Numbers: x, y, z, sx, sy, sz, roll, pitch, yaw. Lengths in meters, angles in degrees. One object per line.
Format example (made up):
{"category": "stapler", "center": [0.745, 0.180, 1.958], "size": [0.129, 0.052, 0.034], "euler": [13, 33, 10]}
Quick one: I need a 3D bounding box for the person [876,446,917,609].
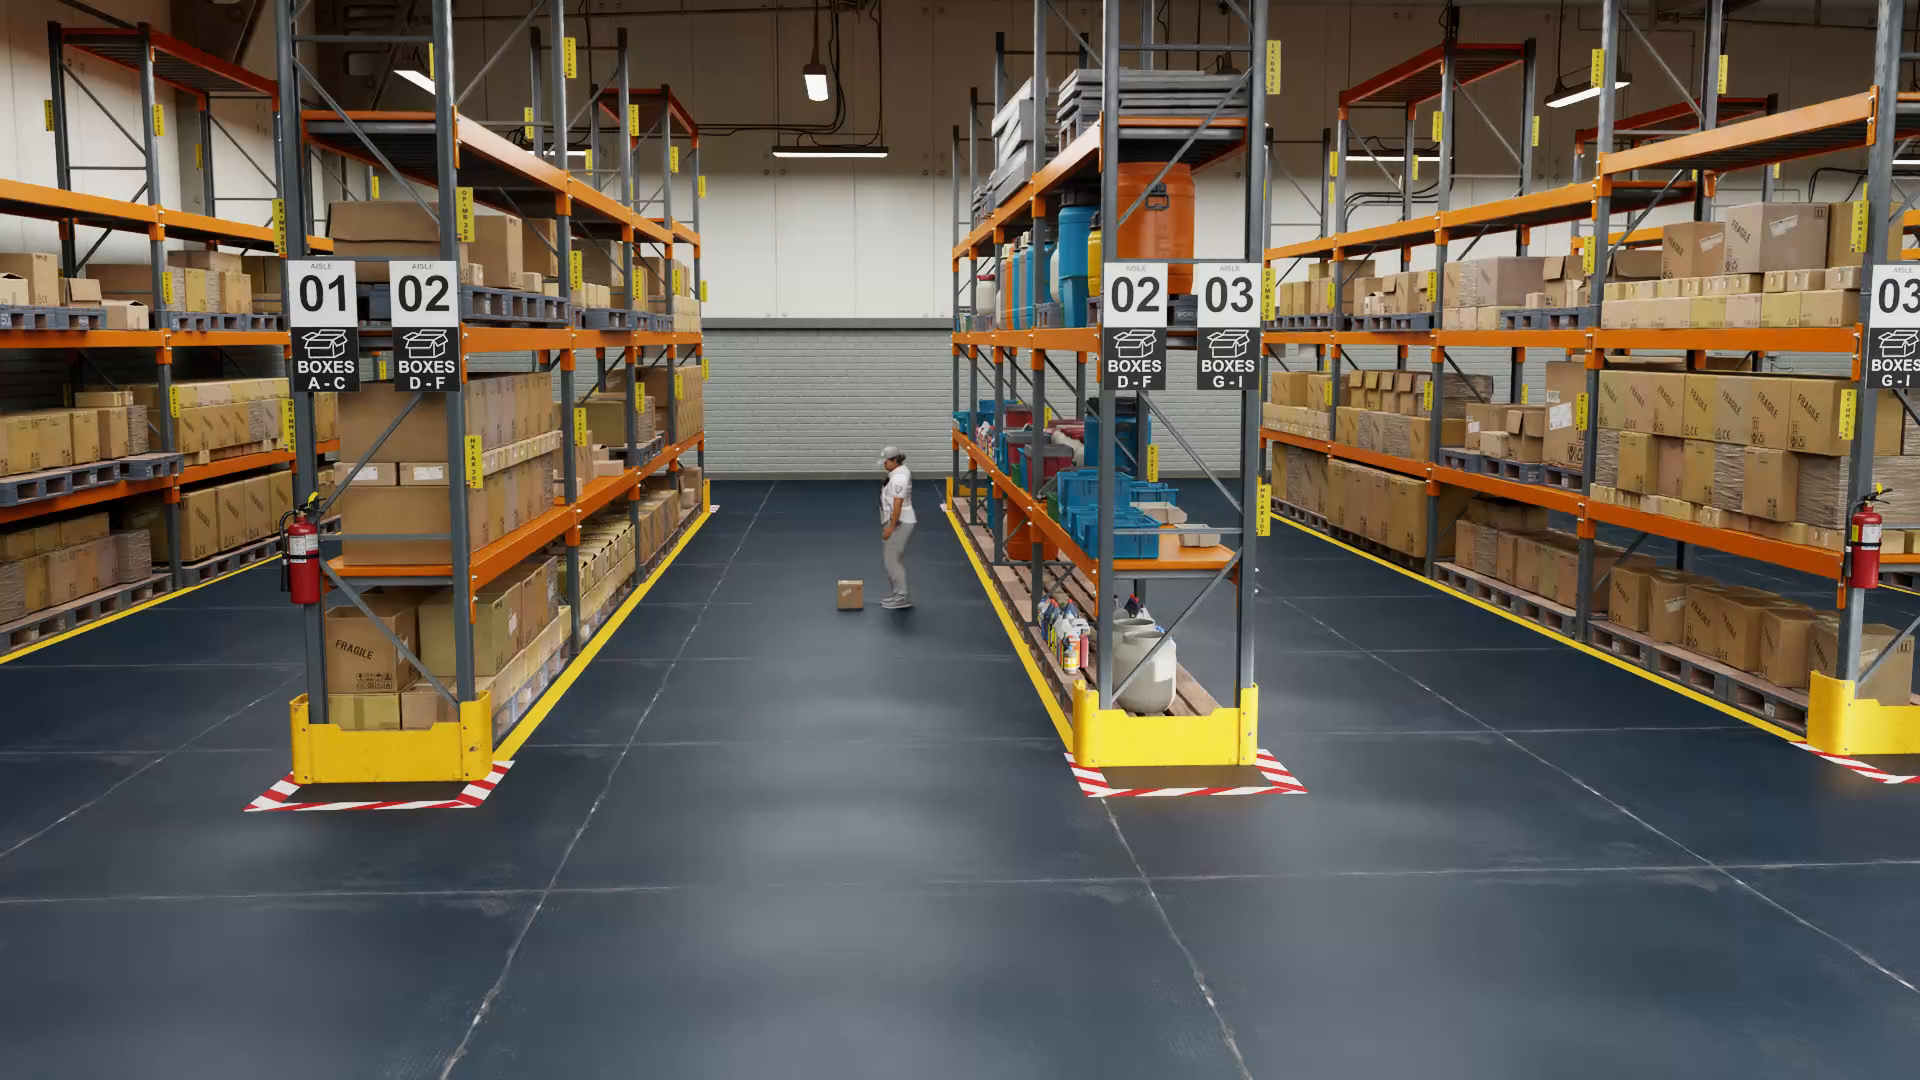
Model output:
{"category": "person", "center": [-0.649, -0.131, 16.932], "size": [0.419, 1.646, 0.480], "euler": [0, 7, -3]}
